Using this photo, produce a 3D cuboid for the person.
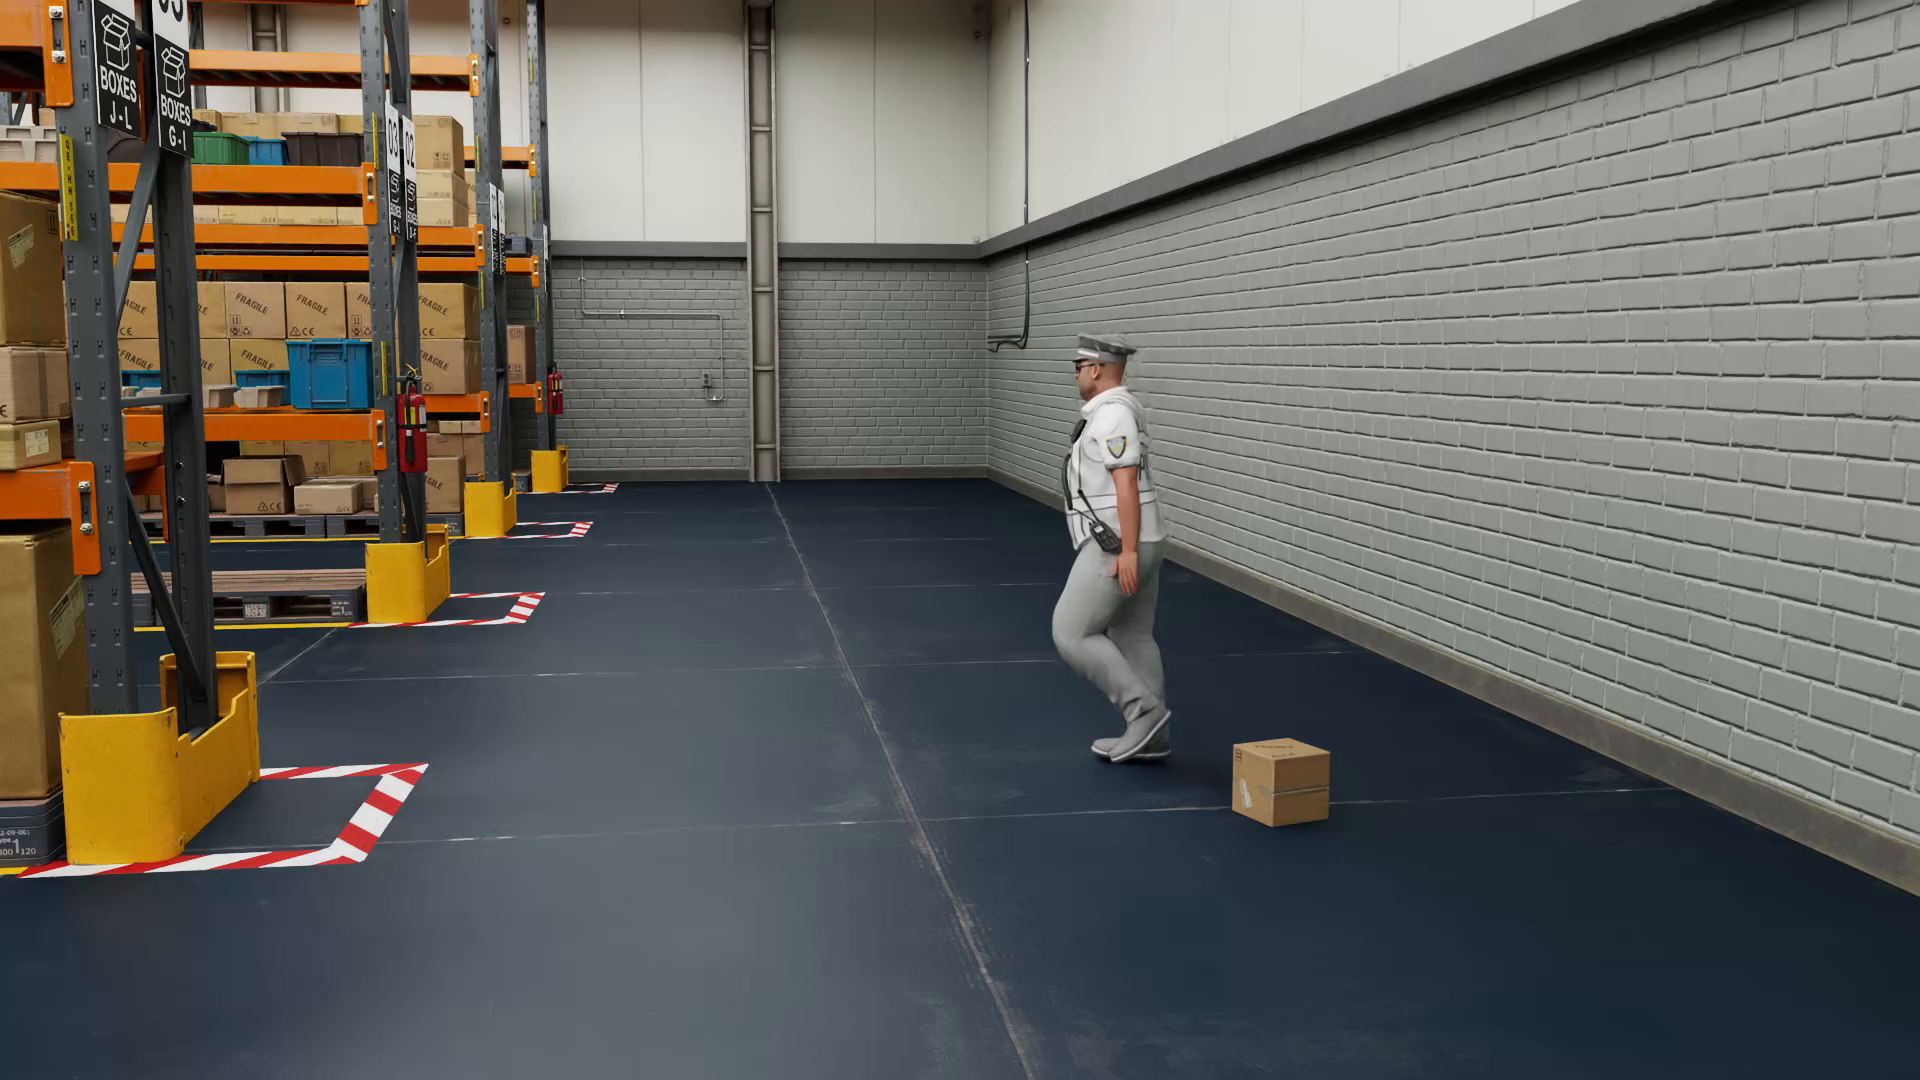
[{"bbox_3d":[0.650,0.029,6.756,0.484,1.748,0.596,2,7,15],"label":"person"}]
